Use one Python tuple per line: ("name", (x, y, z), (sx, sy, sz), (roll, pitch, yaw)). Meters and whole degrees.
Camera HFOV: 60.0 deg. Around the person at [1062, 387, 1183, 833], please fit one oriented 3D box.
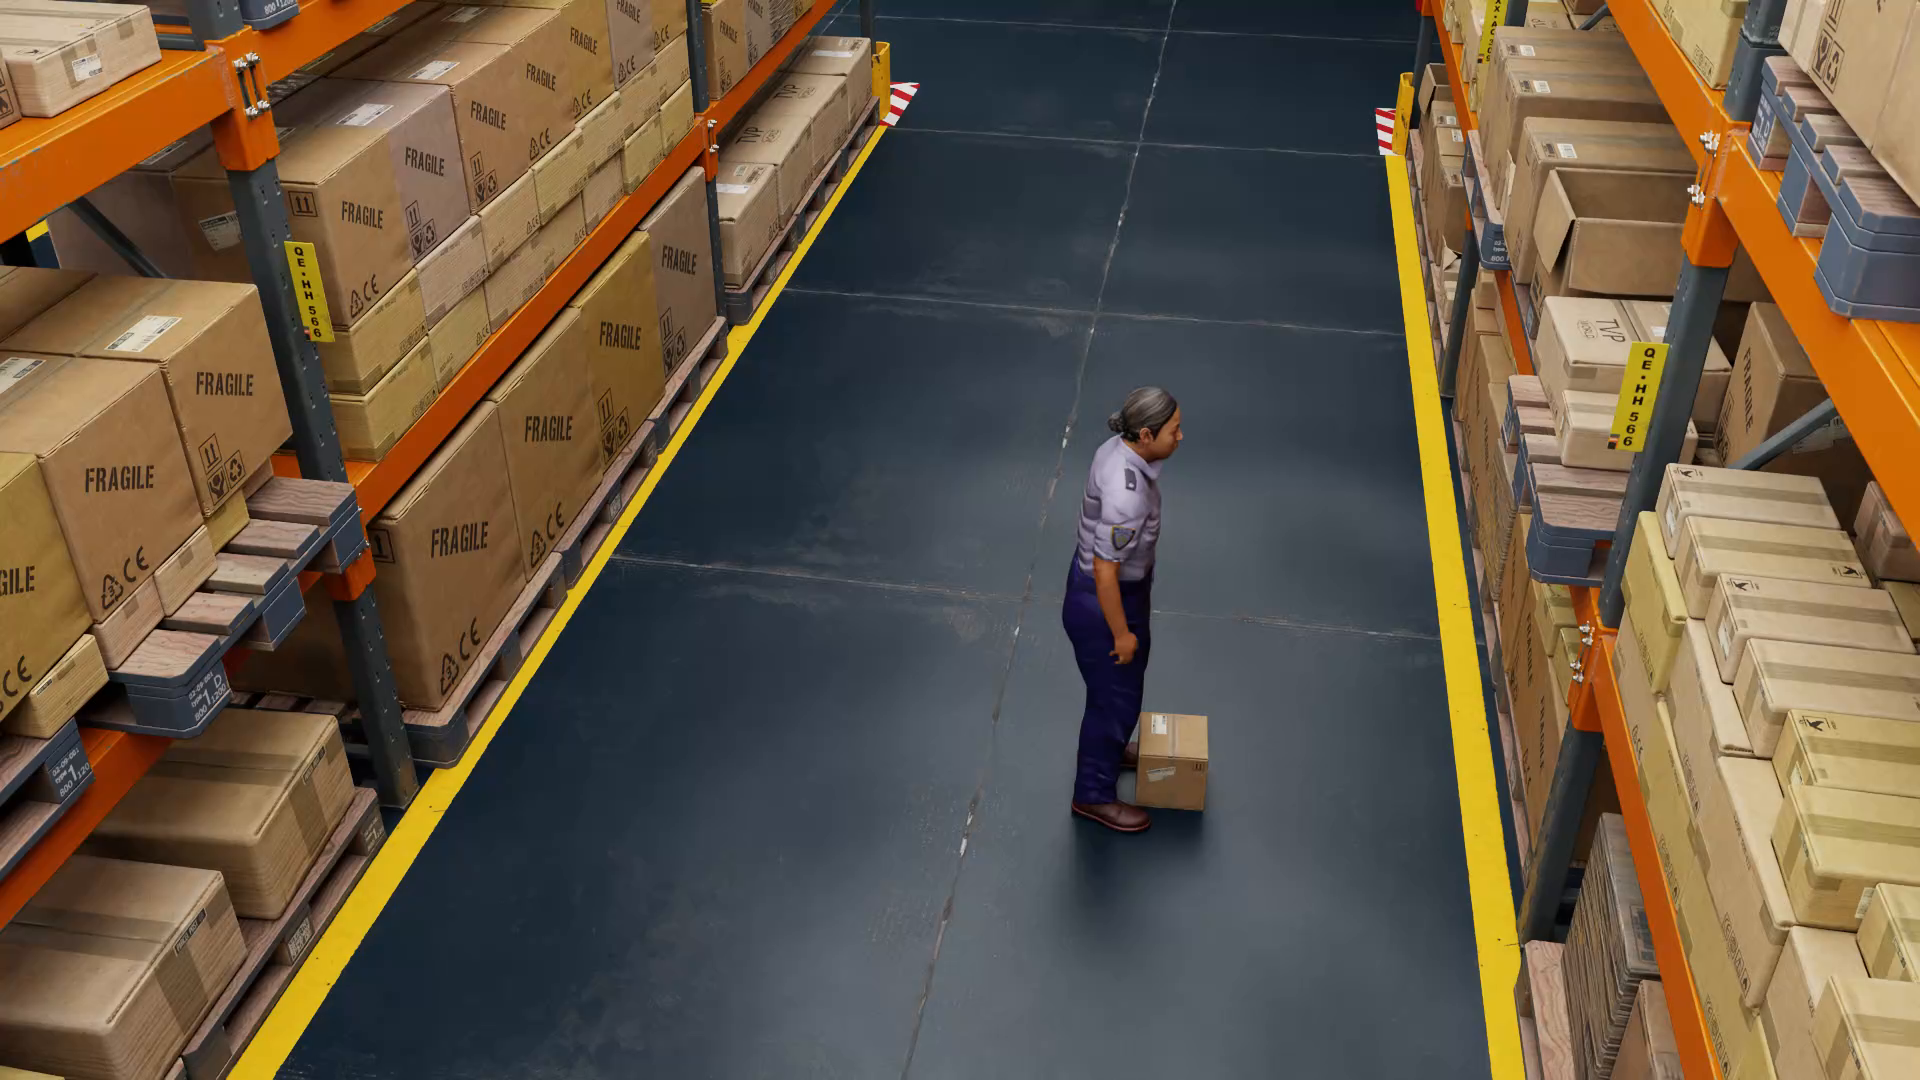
("person", (0.548, 0.221, 5.813), (0.367, 1.637, 0.550), (5, 33, 7))
